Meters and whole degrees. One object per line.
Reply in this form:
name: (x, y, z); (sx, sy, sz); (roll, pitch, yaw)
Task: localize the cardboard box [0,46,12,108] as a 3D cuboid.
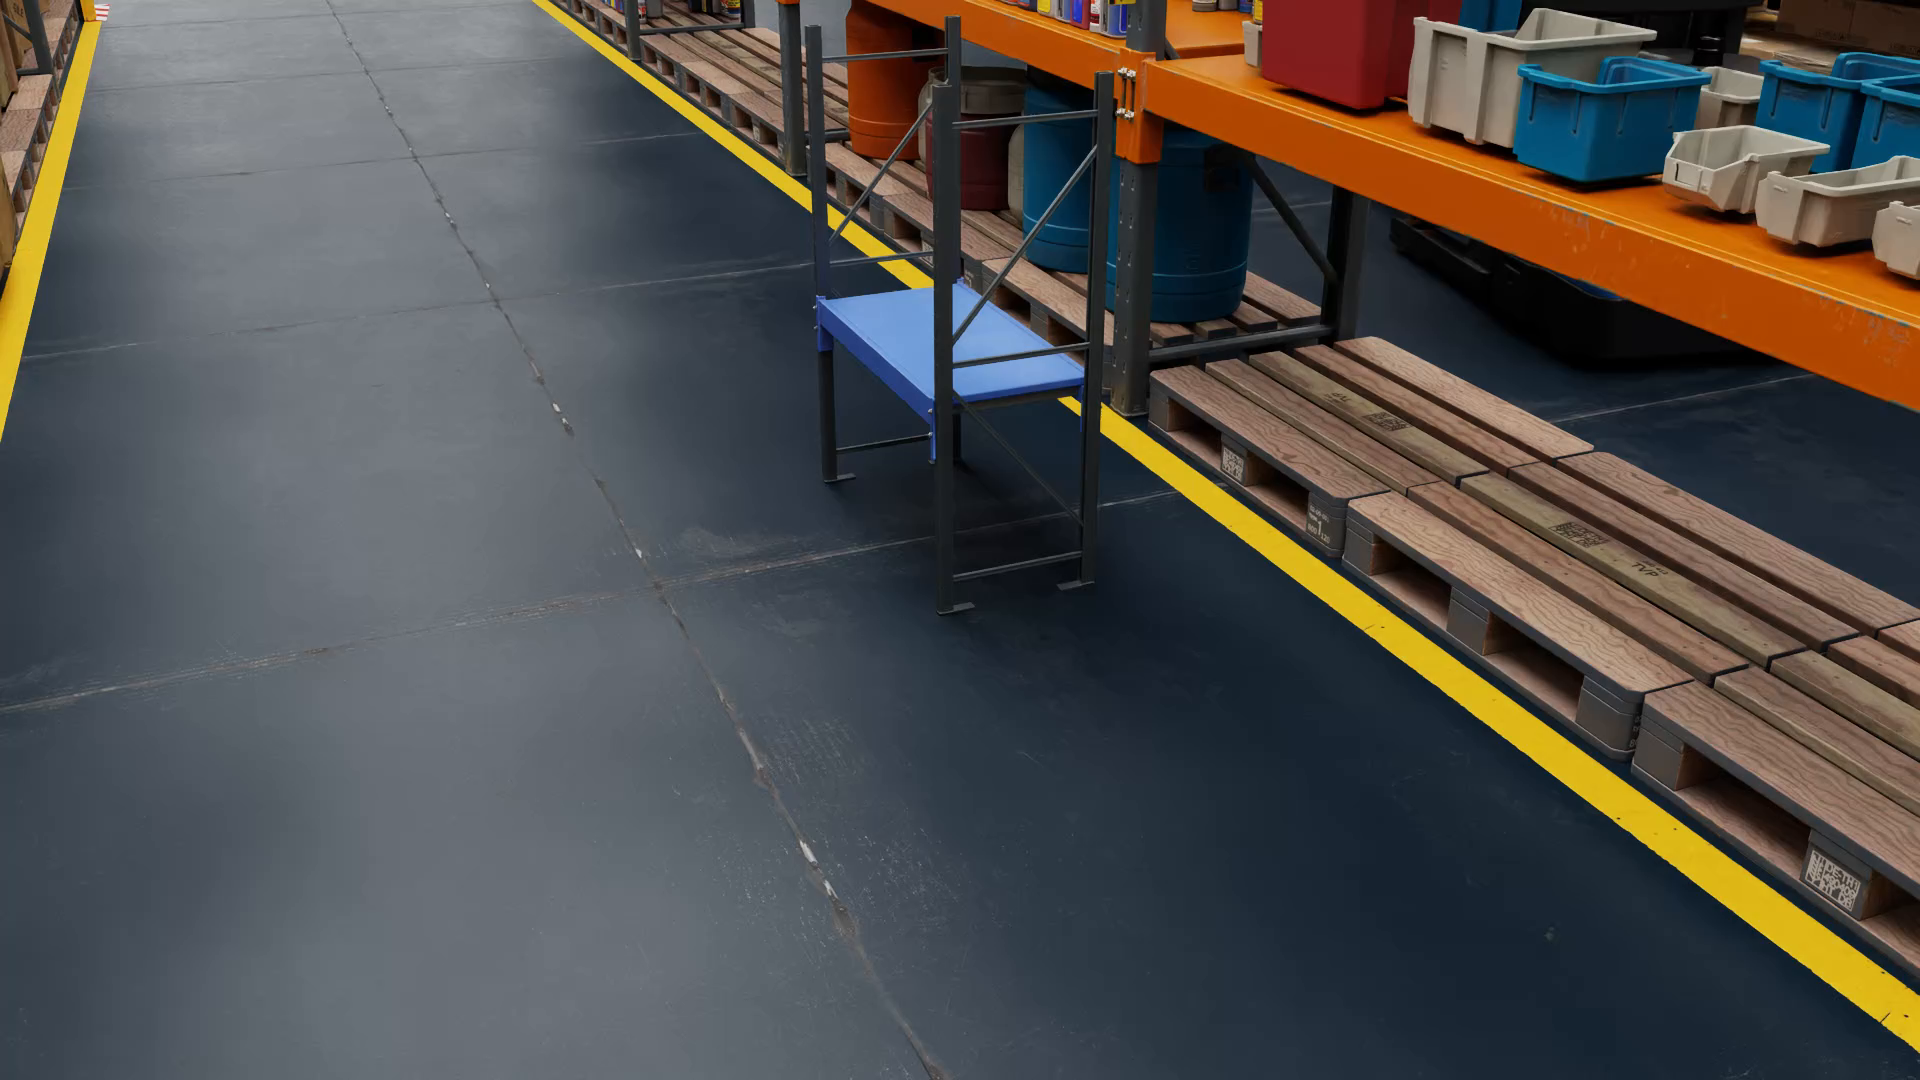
cardboard box: (-6.253, -2.909, 10.137); (0.700, 0.500, 0.500); (-11, 28, -21)

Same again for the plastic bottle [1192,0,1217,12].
plastic bottle: (0.966, -2.185, 6.533); (0.097, 0.201, 0.097); (0, 26, 0)

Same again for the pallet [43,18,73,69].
pallet: (-7.420, -3.787, 12.767); (1.003, 0.211, 1.213); (-11, 28, -21)

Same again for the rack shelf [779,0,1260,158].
rack shelf: (0.264, -2.388, 7.541); (1.077, 0.370, 4.000); (-11, 28, -21)

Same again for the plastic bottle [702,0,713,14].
plastic bottle: (-2.056, -4.421, 13.481); (0.061, 0.283, 0.133); (-11, 28, -21)

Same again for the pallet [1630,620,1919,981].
pallet: (2.327, 0.625, 3.730); (1.003, 0.211, 1.213); (-11, 28, -21)

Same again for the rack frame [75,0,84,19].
rack frame: (-8.209, -5.897, 13.909); (1.000, 3.000, 0.127); (-11, 28, -21)

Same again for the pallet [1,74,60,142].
pallet: (-6.337, -2.715, 10.570); (1.003, 0.211, 1.213); (-11, 28, -21)

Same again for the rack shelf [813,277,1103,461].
rack shelf: (-0.033, -0.547, 5.070); (0.538, 0.185, 1.000); (-11, 28, -21)

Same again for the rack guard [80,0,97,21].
rack guard: (-8.180, -4.743, 14.395); (1.175, 0.500, 0.348); (-11, 28, -21)

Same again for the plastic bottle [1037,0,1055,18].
plastic bottle: (0.386, -2.196, 6.386); (0.144, 0.351, 0.185); (-11, 28, -21)

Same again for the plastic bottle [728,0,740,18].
plastic bottle: (-1.807, -4.309, 13.264); (0.097, 0.271, 0.097); (0, 26, 0)

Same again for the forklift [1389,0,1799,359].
forklift: (2.726, -2.652, 7.341); (1.130, 2.935, 3.031); (-4, 26, -9)

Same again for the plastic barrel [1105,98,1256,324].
plastic barrel: (0.850, -1.372, 6.554); (0.600, 0.901, 0.708); (-11, 28, -21)

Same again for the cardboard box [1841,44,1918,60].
cardboard box: (5.234, -2.481, 9.261); (0.500, 0.500, 0.500); (-10, 28, -20)

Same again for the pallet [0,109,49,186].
pallet: (-5.855, -2.222, 9.560); (1.003, 0.211, 1.213); (-11, 28, -21)

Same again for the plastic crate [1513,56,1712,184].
plastic crate: (1.574, -1.025, 4.054); (0.416, 0.233, 0.300); (-11, 28, -21)

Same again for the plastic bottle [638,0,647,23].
plastic bottle: (-2.514, -4.166, 13.052); (0.097, 0.201, 0.097); (0, 26, 0)

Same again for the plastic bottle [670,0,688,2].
plastic bottle: (-2.387, -4.716, 14.094); (0.152, 0.276, 0.135); (-11, 28, -21)

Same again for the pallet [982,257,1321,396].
pallet: (0.784, -0.969, 6.994); (1.003, 0.211, 1.213); (-11, 28, -21)

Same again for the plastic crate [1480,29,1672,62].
plastic crate: (1.733, -1.401, 4.946); (0.437, 0.125, 0.590); (-11, 28, -21)

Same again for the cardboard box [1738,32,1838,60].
cardboard box: (4.567, -2.586, 9.475); (0.500, 0.500, 0.500); (-12, 28, -22)

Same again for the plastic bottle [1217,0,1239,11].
plastic bottle: (1.073, -2.248, 6.576); (0.152, 0.276, 0.135); (-11, 28, -21)

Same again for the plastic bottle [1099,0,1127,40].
plastic bottle: (0.596, -1.951, 5.969); (0.152, 0.276, 0.135); (-11, 28, -21)

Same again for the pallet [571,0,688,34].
pallet: (-2.792, -4.652, 14.537); (1.003, 0.211, 1.213); (-11, 28, -21)

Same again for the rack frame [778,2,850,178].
rack frame: (-0.519, -3.518, 9.037); (1.000, 3.000, 0.127); (-11, 28, -21)

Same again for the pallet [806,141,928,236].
pallet: (-0.172, -1.954, 9.012); (1.003, 0.211, 1.213); (-11, 28, -21)

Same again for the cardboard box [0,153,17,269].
cardboard box: (-4.825, -1.619, 7.090); (1.225, 0.875, 0.875); (-12, 28, -23)

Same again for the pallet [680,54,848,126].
pallet: (-1.261, -3.076, 11.310); (1.003, 0.211, 1.213); (-11, 28, -21)

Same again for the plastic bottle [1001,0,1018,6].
plastic bottle: (0.255, -2.302, 6.688); (0.152, 0.276, 0.135); (-11, 28, -21)

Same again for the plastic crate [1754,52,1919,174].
plastic crate: (2.187, -1.049, 4.103); (0.416, 0.233, 0.300); (-11, 28, -21)

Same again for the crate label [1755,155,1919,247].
crate label: (1.896, -0.723, 3.544); (0.396, 0.136, 0.243); (-11, 28, -21)

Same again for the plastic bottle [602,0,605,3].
plastic bottle: (-2.976, -4.674, 14.012); (0.097, 0.271, 0.097); (0, 26, 0)

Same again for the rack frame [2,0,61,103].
rack frame: (-6.643, -4.282, 10.602); (1.000, 3.000, 0.127); (-11, 28, -21)

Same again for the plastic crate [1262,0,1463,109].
plastic crate: (1.166, -1.556, 4.876); (0.402, 0.464, 0.583); (-11, 28, -21)

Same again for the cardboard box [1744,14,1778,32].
cardboard box: (4.825, -2.896, 10.110); (0.500, 0.500, 0.500); (-12, 28, -22)

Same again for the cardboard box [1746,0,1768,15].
cardboard box: (4.648, -3.420, 10.329); (0.500, 0.250, 0.500); (-9, 28, -19)

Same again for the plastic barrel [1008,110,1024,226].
plastic barrel: (0.434, -1.726, 7.723); (0.421, 0.512, 0.421); (0, 26, 0)

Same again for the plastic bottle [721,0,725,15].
plastic bottle: (-1.887, -4.359, 13.448); (0.097, 0.201, 0.097); (0, 26, 0)

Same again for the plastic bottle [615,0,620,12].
plastic bottle: (-2.780, -4.457, 13.554); (0.061, 0.283, 0.133); (-9, 27, -17)

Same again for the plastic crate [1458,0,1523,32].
plastic crate: (1.544, -1.793, 5.454); (0.392, 0.384, 0.575); (-11, 28, -21)

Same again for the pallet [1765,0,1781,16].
pallet: (7.818, -4.775, 14.789); (1.003, 0.211, 1.213); (-11, 28, -21)

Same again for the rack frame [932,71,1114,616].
rack frame: (0.166, -0.503, 4.571); (0.500, 1.500, 0.032); (-11, 28, -21)

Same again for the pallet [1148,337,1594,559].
pallet: (1.371, -0.360, 5.747); (1.003, 0.211, 1.213); (-11, 28, -21)

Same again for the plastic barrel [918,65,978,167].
plastic barrel: (-0.008, -2.182, 8.657); (0.421, 0.512, 0.421); (0, 26, 0)

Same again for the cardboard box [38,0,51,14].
cardboard box: (-7.715, -4.472, 13.361); (0.500, 0.500, 0.500); (-3, 26, -7)

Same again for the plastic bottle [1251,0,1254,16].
plastic bottle: (1.182, -2.133, 6.426); (0.097, 0.201, 0.097); (0, 26, 0)

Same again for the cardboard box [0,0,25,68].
cardboard box: (-6.763, -3.516, 11.403); (0.500, 0.500, 0.500); (-11, 28, -22)

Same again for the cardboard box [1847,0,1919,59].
cardboard box: (5.250, -2.805, 9.070); (0.500, 0.250, 0.500); (-11, 28, -20)

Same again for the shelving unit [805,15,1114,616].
shelving unit: (-0.033, -0.708, 4.991); (0.538, 1.500, 1.048); (-11, 28, -21)

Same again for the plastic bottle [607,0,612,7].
plastic bottle: (-2.864, -4.592, 13.838); (0.152, 0.276, 0.135); (-10, 28, -20)

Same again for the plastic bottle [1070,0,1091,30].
plastic bottle: (0.463, -2.040, 6.143); (0.061, 0.283, 0.133); (-11, 28, -21)
